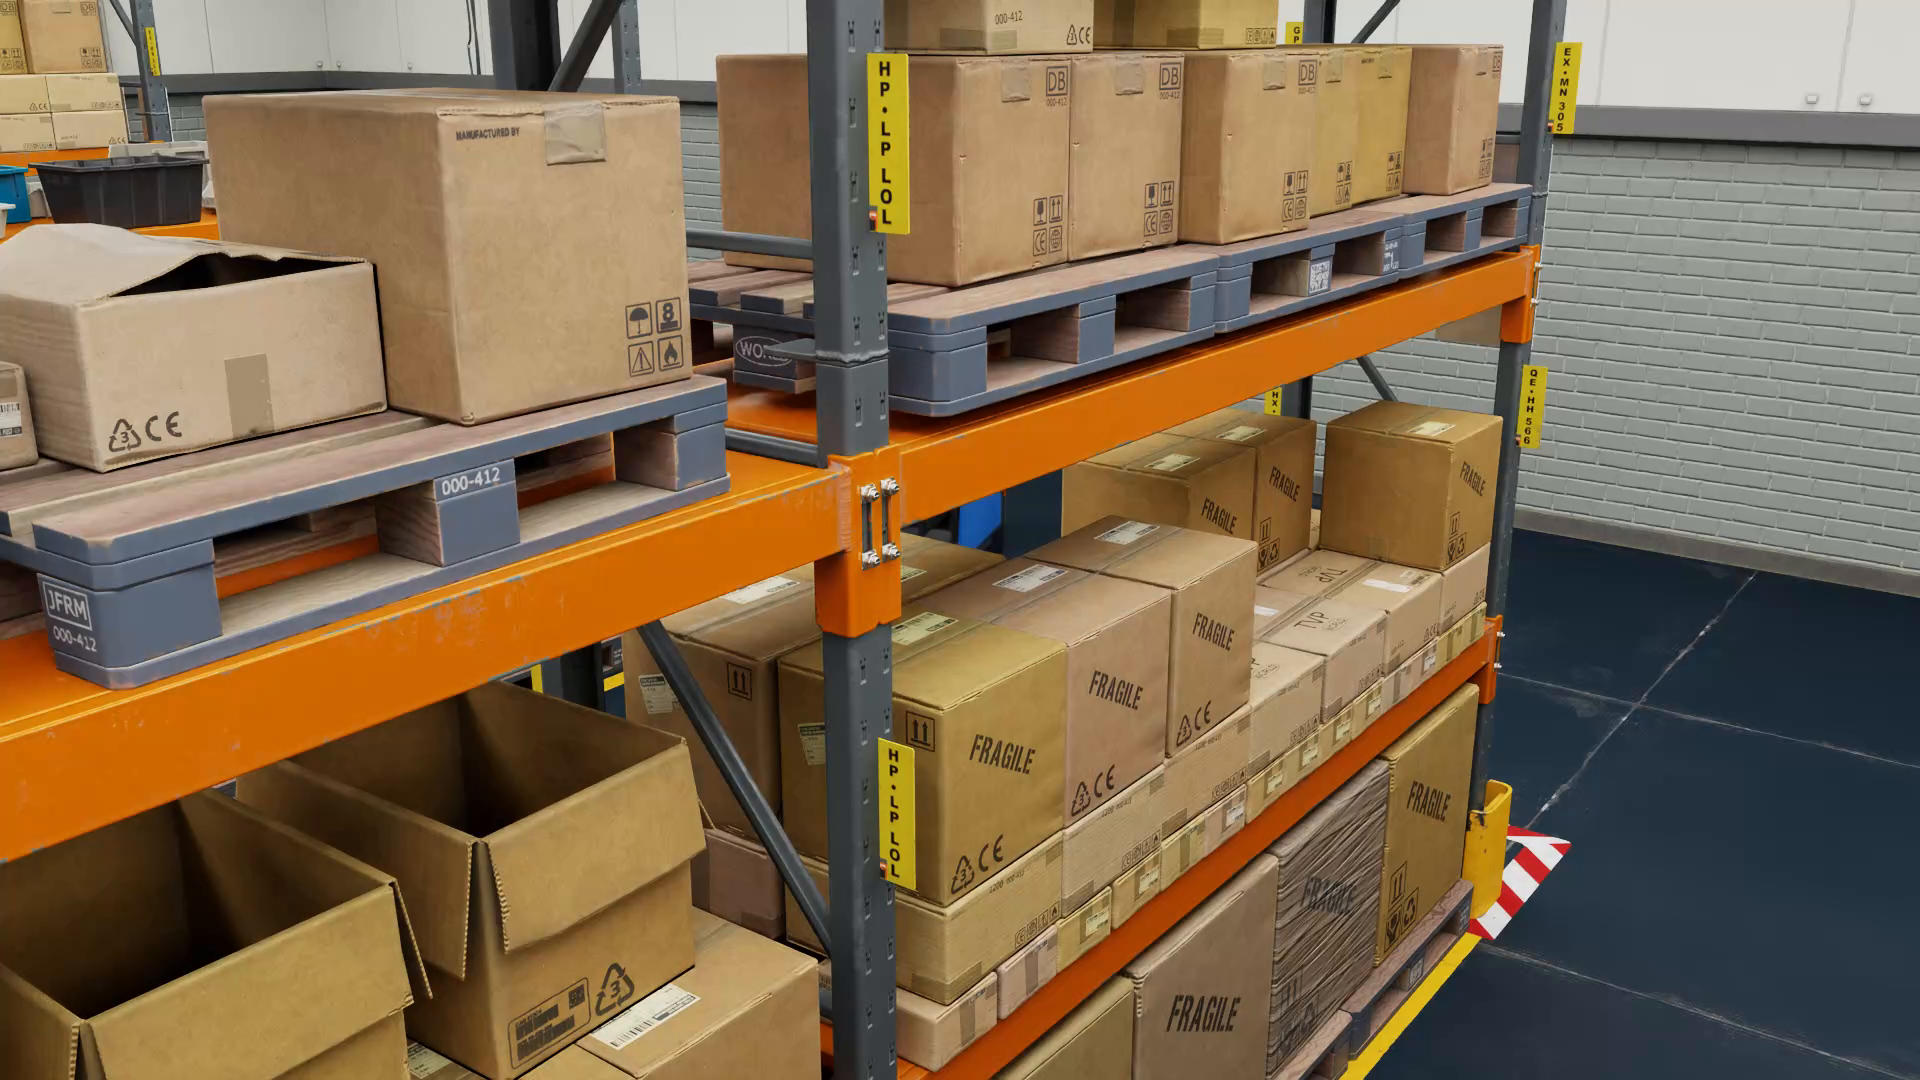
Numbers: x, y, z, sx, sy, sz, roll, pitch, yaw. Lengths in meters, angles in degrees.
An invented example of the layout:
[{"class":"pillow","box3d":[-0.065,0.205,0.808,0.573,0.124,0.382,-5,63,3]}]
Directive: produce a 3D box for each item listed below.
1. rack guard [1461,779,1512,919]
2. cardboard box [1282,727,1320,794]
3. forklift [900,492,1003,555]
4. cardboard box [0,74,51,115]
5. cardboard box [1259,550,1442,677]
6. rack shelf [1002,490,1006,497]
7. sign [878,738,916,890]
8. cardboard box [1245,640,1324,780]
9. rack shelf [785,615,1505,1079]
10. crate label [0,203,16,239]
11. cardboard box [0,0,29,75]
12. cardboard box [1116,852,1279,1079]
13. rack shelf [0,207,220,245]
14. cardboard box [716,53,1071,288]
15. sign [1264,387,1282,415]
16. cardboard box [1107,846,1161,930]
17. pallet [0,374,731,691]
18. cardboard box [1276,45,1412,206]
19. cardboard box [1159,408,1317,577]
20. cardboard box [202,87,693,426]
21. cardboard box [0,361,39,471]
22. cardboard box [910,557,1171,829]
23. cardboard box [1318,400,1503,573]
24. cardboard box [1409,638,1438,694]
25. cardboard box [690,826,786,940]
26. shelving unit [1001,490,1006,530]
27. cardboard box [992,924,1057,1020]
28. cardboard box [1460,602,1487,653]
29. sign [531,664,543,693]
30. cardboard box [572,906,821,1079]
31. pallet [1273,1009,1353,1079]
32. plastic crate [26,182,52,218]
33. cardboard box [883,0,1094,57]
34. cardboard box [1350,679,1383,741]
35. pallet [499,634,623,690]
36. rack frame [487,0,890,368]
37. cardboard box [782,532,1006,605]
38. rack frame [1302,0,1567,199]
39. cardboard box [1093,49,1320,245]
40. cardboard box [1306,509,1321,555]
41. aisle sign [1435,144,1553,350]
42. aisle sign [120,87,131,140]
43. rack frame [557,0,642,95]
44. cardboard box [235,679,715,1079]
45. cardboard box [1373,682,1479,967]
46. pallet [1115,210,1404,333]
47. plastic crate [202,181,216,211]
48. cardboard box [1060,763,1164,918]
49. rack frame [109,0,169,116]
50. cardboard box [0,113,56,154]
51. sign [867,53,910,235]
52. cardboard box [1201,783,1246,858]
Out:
[{"class":"rack guard","box3d":[1.820,1.235,7.424,1.175,0.500,0.348,12,21,35]},{"class":"cardboard box","box3d":[0.947,0.674,5.439,0.380,0.149,0.250,13,21,36]},{"class":"forklift","box3d":[-0.619,-0.863,10.079,1.130,2.935,3.031,5,18,16]},{"class":"cardboard box","box3d":[-6.547,-3.017,11.255,0.500,0.250,0.500,12,21,35]},{"class":"cardboard box","box3d":[1.428,0.260,6.101,0.500,0.250,0.500,12,21,34]},{"class":"rack shelf","box3d":[0.099,-0.359,12.272,0.258,0.148,0.480,12,21,35]},{"class":"sign","box3d":[-0.136,0.578,3.505,0.100,0.325,0.005,12,21,35]},{"class":"cardboard box","box3d":[0.818,0.506,5.309,0.500,0.250,0.500,12,21,35]},{"class":"rack shelf","box3d":[0.614,0.867,5.607,1.077,0.370,4.000,12,21,35]},{"class":"crate label","box3d":[-4.031,-1.248,6.590,0.293,0.136,0.466,12,21,35]},{"class":"cardboard box","box3d":[-6.806,-3.433,11.328,0.700,0.500,0.500,12,21,35]},{"class":"cardboard box","box3d":[0.416,1.456,5.370,0.875,0.875,0.875,12,21,35]},{"class":"rack shelf","box3d":[-3.363,-1.441,7.981,1.077,0.370,4.000,12,21,35]},{"class":"cardboard box","box3d":[-0.159,-0.926,4.064,0.700,0.500,0.500,11,20,31]},{"class":"sign","box3d":[1.364,-0.504,7.215,0.100,0.325,0.005,12,21,35]},{"class":"cardboard box","box3d":[0.334,0.920,4.648,0.380,0.149,0.250,12,21,33]},{"class":"pallet","box3d":[-1.084,-0.114,2.819,0.805,0.209,1.217,11,21,33]},{"class":"cardboard box","box3d":[1.107,-1.436,5.706,0.700,0.500,0.500,12,21,33]},{"class":"cardboard box","box3d":[1.005,-0.196,6.304,0.500,0.500,0.500,12,21,33]},{"class":"cardboard box","box3d":[-0.915,-0.541,2.994,0.700,0.500,0.500,13,22,36]},{"class":"cardboard box","box3d":[-1.585,-0.185,2.440,0.380,0.149,0.250,11,21,32]},{"class":"cardboard box","box3d":[0.213,0.386,4.429,0.500,0.500,0.500,12,21,35]},{"class":"cardboard box","box3d":[1.727,-0.219,6.378,0.500,0.500,0.500,13,21,35]},{"class":"cardboard box","box3d":[1.554,0.432,6.218,0.380,0.149,0.250,12,21,35]},{"class":"cardboard box","box3d":[-0.525,0.778,4.433,0.500,0.250,0.500,12,21,34]},{"class":"shelving unit","box3d":[0.099,-0.612,12.193,0.258,1.200,0.503,12,21,35]},{"class":"cardboard box","box3d":[0.023,1.045,4.243,0.380,0.149,0.250,12,21,33]},{"class":"cardboard box","box3d":[1.858,0.310,6.611,0.380,0.149,0.250,13,21,36]},{"class":"sign","box3d":[-1.024,0.451,4.141,0.100,0.325,0.005,12,21,35]},{"class":"cardboard box","box3d":[-0.637,1.112,3.438,0.500,0.500,0.500,12,21,35]},{"class":"pallet","box3d":[0.665,1.872,5.859,1.003,0.211,1.213,12,21,35]},{"class":"plastic crate","box3d":[-4.103,-1.552,7.571,0.293,0.136,0.466,12,21,35]},{"class":"cardboard box","box3d":[-0.012,-1.310,4.036,0.500,0.250,0.500,11,20,31]},{"class":"cardboard box","box3d":[1.251,0.553,5.827,0.380,0.149,0.250,12,21,33]},{"class":"pallet","box3d":[-2.694,0.693,9.656,1.003,0.211,1.213,12,21,35]},{"class":"rack frame","box3d":[-0.577,-1.865,3.077,1.000,3.000,0.127,12,21,35]},{"class":"cardboard box","box3d":[-0.216,0.296,4.720,0.500,0.500,0.500,13,21,35]},{"class":"rack frame","box3d":[1.806,-2.818,6.145,1.000,3.000,0.127,12,21,35]},{"class":"cardboard box","box3d":[0.590,-1.153,4.794,0.700,0.500,0.500,14,22,37]},{"class":"cardboard box","box3d":[1.303,0.043,6.798,0.500,0.250,0.500,12,21,33]},{"class":"aisle sign","box3d":[2.090,-1.159,6.534,0.394,0.787,0.004,12,21,35]},{"class":"aisle sign","box3d":[-6.343,-3.014,12.508,0.394,0.787,0.004,12,21,35]},{"class":"rack frame","box3d":[-2.172,-3.693,8.963,1.000,3.000,0.127,12,21,35]},{"class":"cardboard box","box3d":[-0.951,0.626,3.309,0.797,0.503,0.637,12,21,33]},{"class":"cardboard box","box3d":[1.489,1.028,6.751,0.875,0.875,0.875,12,21,35]},{"class":"pallet","box3d":[0.646,-0.873,5.088,1.003,0.211,1.213,12,21,35]},{"class":"plastic crate","box3d":[-3.204,-1.599,7.721,0.437,0.136,0.530,12,21,35]},{"class":"cardboard box","box3d":[0.213,0.746,4.535,0.500,0.250,0.500,12,21,34]},{"class":"rack frame","box3d":[-6.148,-4.569,11.785,1.000,3.000,0.127,12,21,35]},{"class":"cardboard box","box3d":[-6.549,-2.779,11.331,0.500,0.250,0.500,12,21,35]},{"class":"sign","box3d":[-0.136,-0.736,3.097,0.100,0.325,0.005,12,21,35]},{"class":"cardboard box","box3d":[0.638,0.799,5.036,0.380,0.149,0.250,13,21,35]}]
